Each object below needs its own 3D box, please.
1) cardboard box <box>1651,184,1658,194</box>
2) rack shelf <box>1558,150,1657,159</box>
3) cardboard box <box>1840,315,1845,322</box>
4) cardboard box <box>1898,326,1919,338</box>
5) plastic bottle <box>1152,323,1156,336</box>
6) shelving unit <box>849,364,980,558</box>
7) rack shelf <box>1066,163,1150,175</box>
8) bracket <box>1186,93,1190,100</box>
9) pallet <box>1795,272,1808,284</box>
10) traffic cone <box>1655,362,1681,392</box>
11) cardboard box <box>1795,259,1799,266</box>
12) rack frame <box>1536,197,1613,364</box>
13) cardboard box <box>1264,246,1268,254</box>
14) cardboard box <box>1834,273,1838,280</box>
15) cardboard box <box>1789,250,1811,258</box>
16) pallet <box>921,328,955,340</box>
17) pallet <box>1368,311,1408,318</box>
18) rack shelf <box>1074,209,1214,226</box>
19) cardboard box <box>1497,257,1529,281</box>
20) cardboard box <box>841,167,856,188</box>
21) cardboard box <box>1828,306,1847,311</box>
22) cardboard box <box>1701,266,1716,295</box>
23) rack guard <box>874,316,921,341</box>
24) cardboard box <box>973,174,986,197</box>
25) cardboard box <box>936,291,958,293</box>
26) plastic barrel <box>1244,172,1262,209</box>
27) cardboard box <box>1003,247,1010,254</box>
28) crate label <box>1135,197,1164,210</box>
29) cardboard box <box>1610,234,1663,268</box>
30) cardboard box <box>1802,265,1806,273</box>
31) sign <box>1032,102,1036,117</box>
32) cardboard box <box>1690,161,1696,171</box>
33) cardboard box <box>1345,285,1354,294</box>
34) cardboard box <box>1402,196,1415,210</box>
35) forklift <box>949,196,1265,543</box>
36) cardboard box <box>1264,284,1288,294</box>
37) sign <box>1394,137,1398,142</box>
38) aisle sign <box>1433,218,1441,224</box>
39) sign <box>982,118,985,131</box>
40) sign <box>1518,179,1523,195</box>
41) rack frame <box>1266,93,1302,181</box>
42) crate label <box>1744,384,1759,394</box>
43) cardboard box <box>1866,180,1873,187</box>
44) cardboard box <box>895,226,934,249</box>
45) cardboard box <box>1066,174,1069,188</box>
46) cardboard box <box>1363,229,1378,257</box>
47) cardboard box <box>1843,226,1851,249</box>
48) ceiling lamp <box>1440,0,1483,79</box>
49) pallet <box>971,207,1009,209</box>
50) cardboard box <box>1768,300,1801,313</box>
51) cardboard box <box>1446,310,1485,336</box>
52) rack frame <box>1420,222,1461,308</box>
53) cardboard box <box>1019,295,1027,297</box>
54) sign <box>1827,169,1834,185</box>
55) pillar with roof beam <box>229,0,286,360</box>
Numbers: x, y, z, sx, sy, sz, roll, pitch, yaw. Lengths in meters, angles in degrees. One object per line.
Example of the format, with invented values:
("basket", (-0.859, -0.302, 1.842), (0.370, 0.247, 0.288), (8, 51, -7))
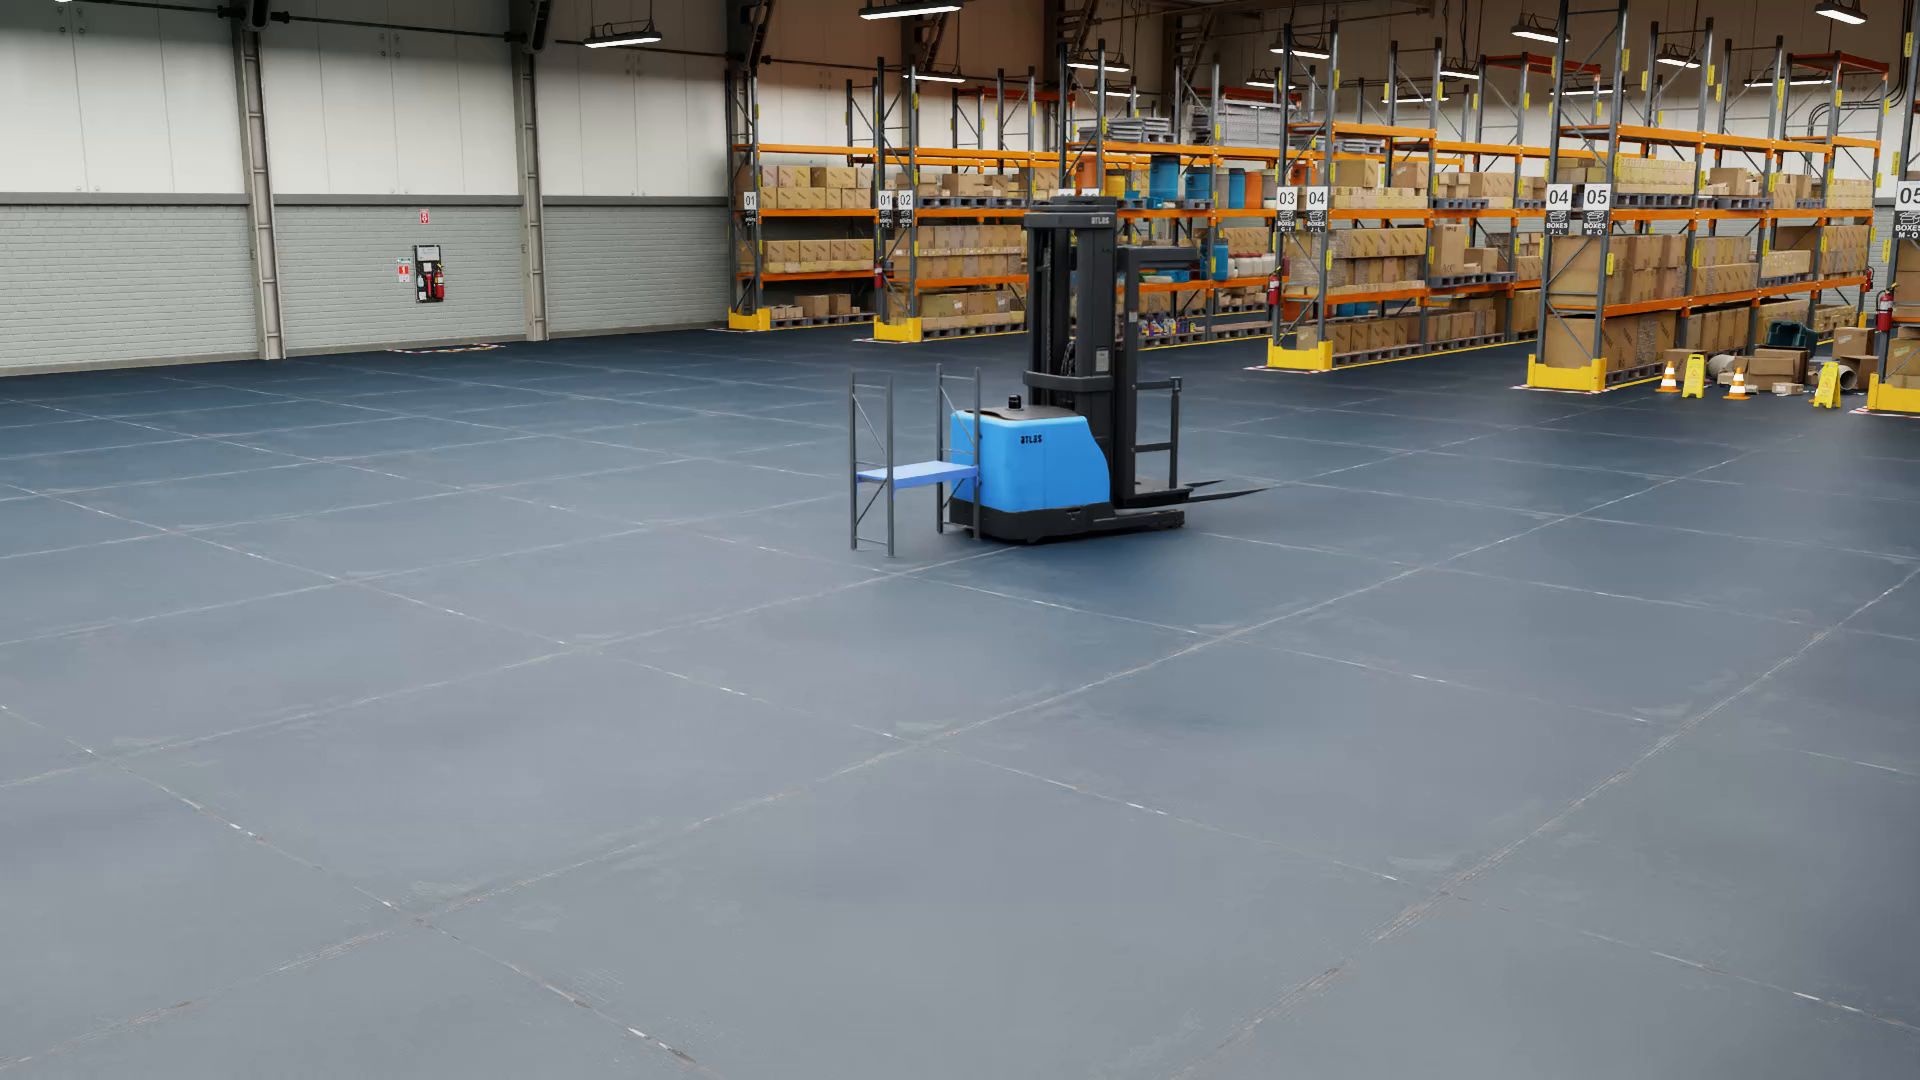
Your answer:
("cardboard box", (11.213, -5.759, 27.289), (0.380, 0.149, 0.250), (10, 15, 41))
("rack shelf", (15.327, -9.033, 39.567), (1.077, 0.370, 4.000), (10, 15, 40))
("cardboard box", (19.499, -4.962, 37.095), (0.380, 0.149, 0.250), (10, 15, 41))
("cardboard box", (14.055, -3.056, 24.481), (0.380, 0.149, 0.250), (10, 15, 42))
("plastic bottle", (4.023, -4.375, 34.549), (0.097, 0.271, 0.097), (0, 11, 0))
("shelving unit", (-0.374, -0.692, 14.098), (0.538, 1.500, 1.048), (11, 16, 44))
("rack shelf", (4.165, -10.954, 49.186), (1.077, 0.370, 4.000), (10, 15, 40))
("bracket", (7.158, -14.086, 52.822), (0.235, 0.232, 0.430), (10, 15, 40))
("pallet", (17.053, -5.502, 34.836), (1.003, 0.211, 1.213), (10, 15, 40))
("traffic cone", (11.162, -2.574, 26.167), (0.336, 0.463, 0.334), (10, 15, 40))
("cardboard box", (17.036, -5.718, 34.240), (0.380, 0.149, 0.250), (9, 14, 39))
("rack frame", (9.745, -3.924, 26.447), (1.000, 3.000, 0.127), (10, 15, 40))
("cardboard box", (8.444, -8.014, 46.669), (0.500, 0.500, 0.500), (10, 15, 41))
("cardboard box", (18.932, -5.765, 36.309), (0.380, 0.149, 0.250), (11, 15, 43))
("cardboard box", (17.548, -5.979, 34.790), (0.380, 0.149, 0.250), (11, 16, 43))
("pallet", (-0.880, -4.612, 37.011), (1.003, 0.211, 1.213), (10, 15, 40))
("pallet", (10.743, -5.732, 42.618), (1.003, 0.211, 1.213), (10, 15, 40))
("rack shelf", (3.686, -6.633, 34.188), (1.077, 0.370, 4.000), (10, 15, 40))
("cardboard box", (11.892, -5.842, 35.797), (0.500, 0.500, 0.500), (10, 15, 42))
("cardboard box", (-2.919, -8.919, 40.937), (0.500, 0.500, 0.500), (11, 16, 43))
("cardboard box", (19.645, -5.153, 37.288), (0.380, 0.149, 0.250), (9, 14, 38))
("cardboard box", (13.267, -4.678, 29.969), (0.500, 0.500, 0.500), (10, 15, 41))
("rack guard", (-1.369, -4.632, 36.375), (1.175, 0.500, 0.348), (10, 15, 40))
("cardboard box", (0.106, -8.020, 37.604), (0.637, 0.503, 0.797), (-10, 15, -41))
("cardboard box", (-0.242, -5.426, 38.003), (0.500, 0.500, 0.500), (10, 15, 40))
("plastic barrel", (6.509, -7.890, 37.549), (0.600, 0.830, 0.708), (10, 15, 40))
("cardboard box", (0.933, -6.674, 38.306), (0.380, 0.149, 0.250), (9, 15, 39))
("crate label", (3.849, -6.851, 33.824), (0.502, 0.251, 0.408), (10, 15, 40))
("cardboard box", (11.381, -4.908, 28.234), (0.875, 0.550, 0.550), (10, 15, 40))
("cardboard box", (17.382, -5.650, 34.657), (0.380, 0.149, 0.250), (10, 15, 41))
("sign", (1.688, -9.852, 38.022), (0.100, 0.325, 0.005), (10, 15, 40))
("cardboard box", (12.383, -6.411, 28.519), (0.380, 0.149, 0.250), (10, 15, 40))
("cardboard box", (6.958, -4.576, 30.356), (0.380, 0.149, 0.250), (10, 15, 40))
("cardboard box", (8.269, -6.389, 31.517), (0.500, 0.250, 0.500), (10, 15, 42))
("forklift", (1.429, -1.601, 14.993), (3.031, 2.935, 1.130), (-7, 13, -31))
("cardboard box", (9.035, -7.093, 47.575), (0.500, 0.500, 0.500), (10, 15, 40))
("sign", (10.699, -9.754, 40.853), (0.100, 0.325, 0.005), (10, 15, 40))
("aisle sign", (12.752, -8.898, 44.715), (0.394, 0.787, 0.004), (10, 15, 40))
("sign", (0.618, -11.048, 44.213), (0.100, 0.325, 0.005), (10, 15, 40))
("sign", (11.773, -7.411, 34.928), (0.100, 0.325, 0.005), (10, 15, 40))
("rack frame", (9.209, -11.157, 47.346), (1.000, 3.000, 0.127), (10, 15, 40))
("crate label", (12.259, -2.342, 25.837), (0.250, 0.136, 0.298), (2, 12, 11))
("cardboard box", (20.308, -8.029, 37.431), (0.380, 0.149, 0.250), (10, 15, 40))
("cardboard box", (-1.000, -6.621, 36.385), (0.700, 0.500, 0.500), (10, 15, 41))
("cardboard box", (3.131, -10.420, 48.453), (0.500, 0.500, 0.500), (10, 15, 40))
("cardboard box", (7.318, -5.457, 30.557), (0.500, 0.500, 0.500), (10, 15, 40))
("cardboard box", (19.174, -6.633, 36.444), (0.500, 0.500, 0.500), (9, 14, 38))
("ceiling lamp", (11.838, -12.305, 38.192), (0.800, 3.185, 2.000), (10, 15, 40))
("pallet", (0.590, -9.158, 45.478), (1.213, 0.211, 1.003), (11, 16, 43))
("cardboard box", (17.015, -4.821, 34.334), (0.500, 0.250, 0.500), (11, 16, 43))
("cardboard box", (10.583, -4.562, 34.903), (0.700, 0.500, 0.500), (8, 14, 36))
("rack frame", (12.927, -7.574, 44.724), (1.000, 3.000, 0.127), (10, 15, 40))
("cardboard box", (1.678, -5.756, 40.138), (0.500, 0.311, 0.500), (10, 15, 42))
("sign", (18.086, -7.536, 34.547), (0.100, 0.325, 0.005), (10, 15, 40))
("pillar with roof beam", (-9.952, -7.336, 28.213), (9.100, 9.000, 0.548), (10, 15, 40))
